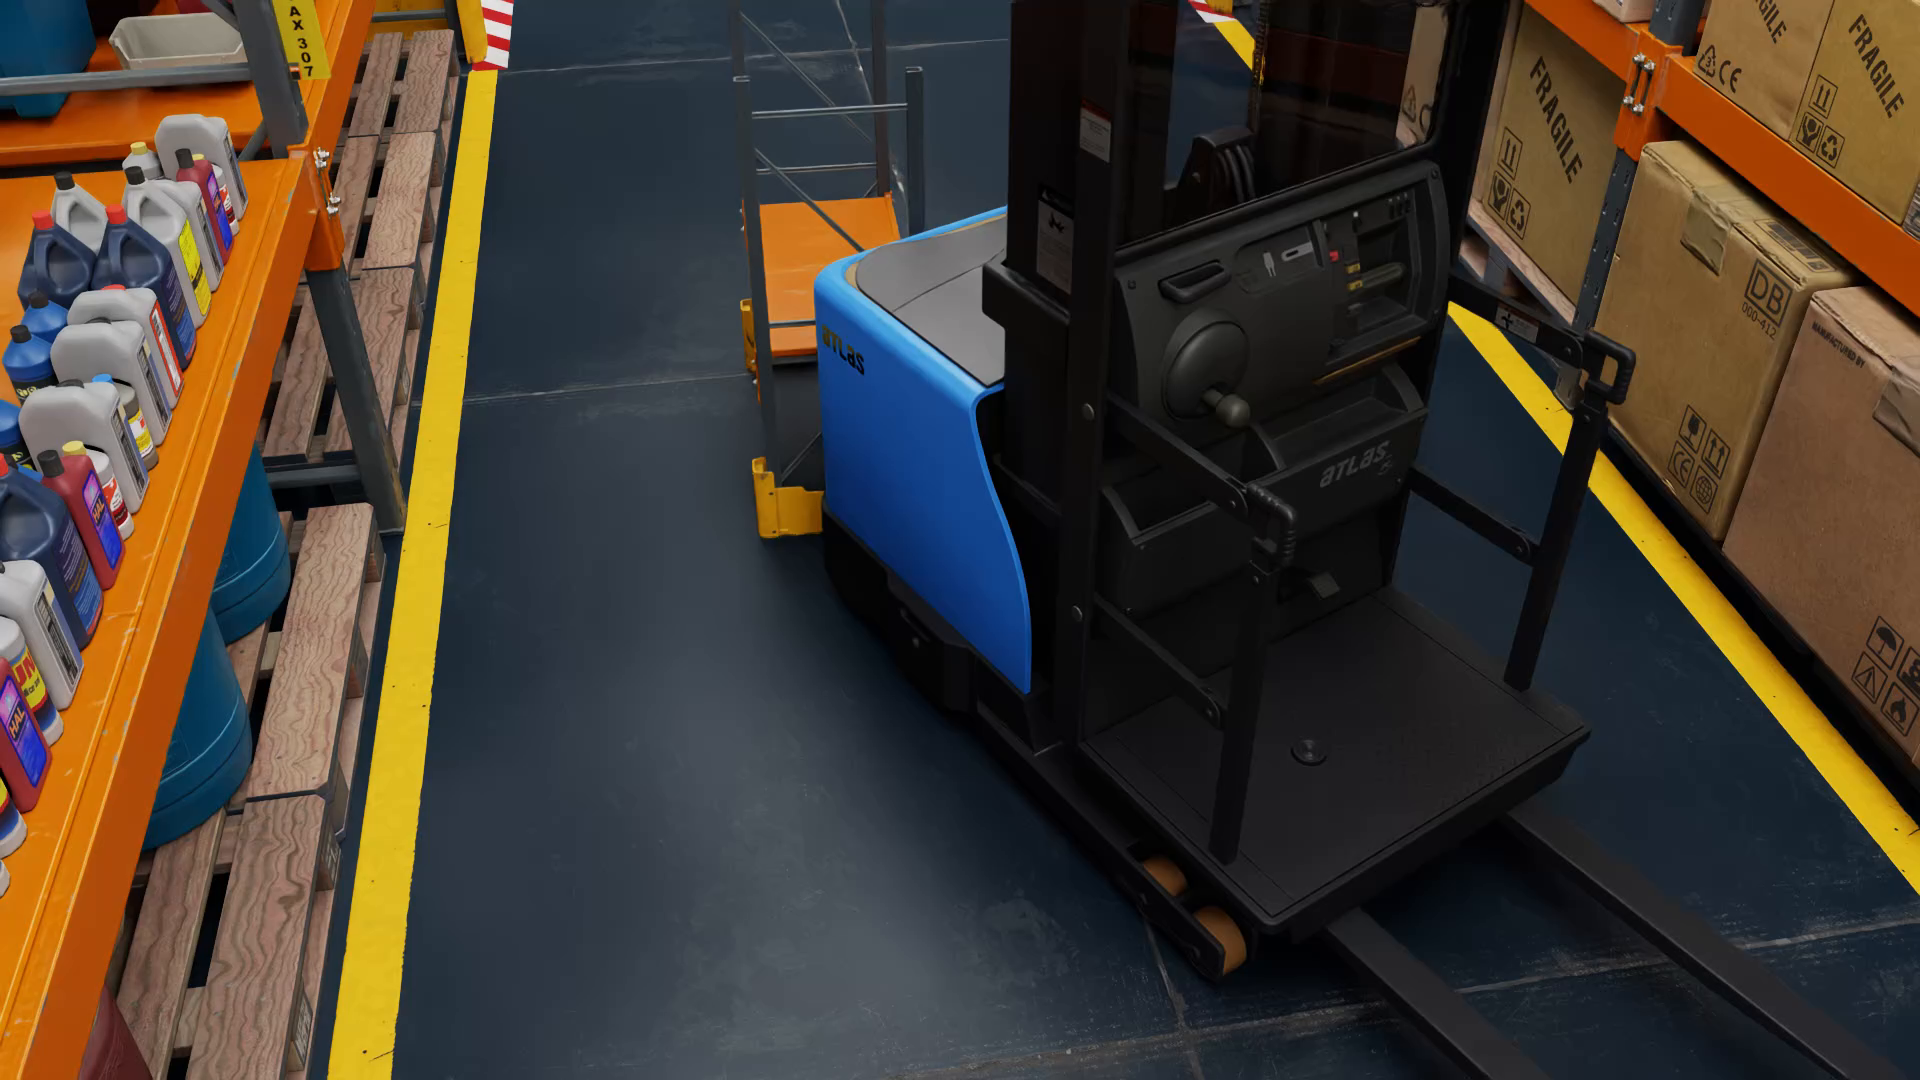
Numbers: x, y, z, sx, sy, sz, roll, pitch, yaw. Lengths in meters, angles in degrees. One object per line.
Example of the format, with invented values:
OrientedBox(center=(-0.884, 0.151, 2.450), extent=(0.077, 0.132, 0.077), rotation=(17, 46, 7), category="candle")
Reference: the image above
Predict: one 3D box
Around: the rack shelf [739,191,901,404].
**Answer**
OrientedBox(center=(-0.419, -0.805, 5.356), extent=(0.538, 0.185, 1.000), rotation=(-5, 38, -6), category="rack shelf")

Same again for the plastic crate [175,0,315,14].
OrientedBox(center=(-2.174, -1.802, 5.023), extent=(0.402, 0.464, 0.583), rotation=(-6, 38, -8), category="plastic crate")

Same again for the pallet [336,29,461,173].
OrientedBox(center=(-2.859, -1.999, 7.651), extent=(1.003, 0.211, 1.213), rotation=(-6, 38, -8), category="pallet")

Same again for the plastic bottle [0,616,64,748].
OrientedBox(center=(-1.517, 0.213, 2.635), extent=(0.097, 0.271, 0.097), rotation=(0, 38, 0), category="plastic bottle")

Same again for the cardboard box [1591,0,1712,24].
OrientedBox(center=(2.236, -1.769, 5.287), extent=(0.380, 0.149, 0.250), rotation=(-6, 38, -8), category="cardboard box")

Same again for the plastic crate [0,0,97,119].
OrientedBox(center=(-2.682, -1.449, 4.635), extent=(0.392, 0.384, 0.575), rotation=(-6, 38, -8), category="plastic crate")

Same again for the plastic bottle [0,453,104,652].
OrientedBox(center=(-1.588, 0.018, 2.822), extent=(0.144, 0.351, 0.185), rotation=(-6, 38, -8), category="plastic bottle")

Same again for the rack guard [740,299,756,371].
OrientedBox(center=(-0.490, -0.761, 6.026), extent=(0.587, 0.250, 0.087), rotation=(-5, 38, -6), category="rack guard")

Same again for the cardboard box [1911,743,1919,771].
OrientedBox(center=(3.064, 0.411, 3.665), extent=(1.225, 0.875, 0.875), rotation=(-6, 38, -8), category="cardboard box")

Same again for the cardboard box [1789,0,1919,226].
OrientedBox(center=(2.535, -1.151, 4.205), extent=(0.500, 0.500, 0.500), rotation=(-6, 38, -8), category="cardboard box")

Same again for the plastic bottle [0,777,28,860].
OrientedBox(center=(-1.476, 0.353, 2.456), extent=(0.097, 0.271, 0.097), rotation=(0, 38, 0), category="plastic bottle")

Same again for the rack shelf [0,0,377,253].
OrientedBox(center=(-2.615, -2.111, 6.108), extent=(1.077, 0.370, 4.000), rotation=(-6, 38, -8), category="rack shelf")

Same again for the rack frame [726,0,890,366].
OrientedBox(center=(-0.490, -1.256, 5.644), extent=(0.500, 1.500, 0.032), rotation=(-5, 38, -6), category="rack frame")

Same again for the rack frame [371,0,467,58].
OrientedBox(center=(-2.966, -3.603, 7.442), extent=(1.000, 3.000, 0.127), rotation=(-6, 38, -8), category="rack frame")

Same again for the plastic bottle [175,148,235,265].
OrientedBox(center=(-1.792, -0.803, 3.933), extent=(0.061, 0.283, 0.133), rotation=(-6, 38, -8), category="plastic bottle")

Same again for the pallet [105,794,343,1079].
OrientedBox(center=(-1.953, 1.123, 3.632), extent=(1.003, 0.211, 1.213), rotation=(-6, 38, -8), category="pallet")

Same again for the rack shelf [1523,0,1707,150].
OrientedBox(center=(2.261, -2.643, 6.794), extent=(1.077, 0.370, 4.000), rotation=(-6, 38, -8), category="rack shelf")

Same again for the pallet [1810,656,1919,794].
OrientedBox(center=(3.039, 0.578, 4.334), extent=(1.003, 0.211, 1.213), rotation=(-6, 38, -8), category="pallet")

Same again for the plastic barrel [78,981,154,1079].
OrientedBox(center=(-1.864, 1.040, 3.090), extent=(0.600, 0.588, 0.708), rotation=(-6, 38, -8), category="plastic barrel")

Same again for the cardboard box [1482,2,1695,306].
OrientedBox(center=(2.575, -1.454, 6.066), extent=(0.875, 0.875, 0.875), rotation=(-6, 38, -8), category="cardboard box")

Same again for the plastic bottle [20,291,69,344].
OrientedBox(center=(-1.844, -0.383, 3.403), extent=(0.097, 0.271, 0.097), rotation=(0, 38, 0), category="plastic bottle")

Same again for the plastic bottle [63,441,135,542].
OrientedBox(center=(-1.613, -0.091, 3.084), extent=(0.097, 0.201, 0.097), rotation=(0, 38, 0), category="plastic bottle")

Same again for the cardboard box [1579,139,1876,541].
OrientedBox(center=(2.744, -0.662, 5.047), extent=(1.225, 0.875, 0.875), rotation=(-6, 38, -8), category="cardboard box")

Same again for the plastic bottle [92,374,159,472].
OrientedBox(center=(-1.654, -0.231, 3.265), extent=(0.097, 0.201, 0.097), rotation=(0, 38, 0), category="plastic bottle")

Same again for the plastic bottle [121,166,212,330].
OrientedBox(center=(-1.781, -0.647, 3.678), extent=(0.144, 0.351, 0.185), rotation=(-6, 38, -8), category="plastic bottle")

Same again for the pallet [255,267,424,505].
OrientedBox(center=(-2.431, -0.526, 5.754), extent=(1.003, 0.211, 1.213), rotation=(-6, 38, -8), category="pallet")

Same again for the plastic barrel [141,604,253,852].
OrientedBox(center=(-2.062, 0.234, 3.872), extent=(0.600, 0.901, 0.708), rotation=(-6, 38, -8), category="plastic barrel")

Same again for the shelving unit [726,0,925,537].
OrientedBox(center=(-0.420, -0.952, 5.253), extent=(0.587, 1.500, 1.083), rotation=(-5, 38, -6), category="shelving unit")

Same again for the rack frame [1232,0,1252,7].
OrientedBox(center=(1.911, -4.136, 8.128), extent=(1.000, 3.000, 0.127), rotation=(-6, 38, -8), category="rack frame")

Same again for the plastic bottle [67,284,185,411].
OrientedBox(center=(-1.725, -0.409, 3.433), extent=(0.152, 0.276, 0.135), rotation=(-6, 38, -8), category="plastic bottle")

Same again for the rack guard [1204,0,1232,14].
OrientedBox(center=(1.906, -3.163, 8.914), extent=(1.175, 0.500, 0.348), rotation=(-6, 38, -8), category="rack guard")

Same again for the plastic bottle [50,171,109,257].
OrientedBox(center=(-1.923, -0.632, 3.658), extent=(0.144, 0.351, 0.185), rotation=(-6, 38, -8), category="plastic bottle")

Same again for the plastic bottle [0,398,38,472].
OrientedBox(center=(-1.780, -0.161, 3.118), extent=(0.097, 0.271, 0.097), rotation=(0, 38, 0), category="plastic bottle")

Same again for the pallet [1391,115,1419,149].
OrientedBox(center=(2.338, -1.824, 7.426), extent=(1.003, 0.211, 1.213), rotation=(-6, 38, -8), category="pallet")

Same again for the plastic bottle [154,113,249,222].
OrientedBox(center=(-1.877, -0.935, 4.109), extent=(0.152, 0.276, 0.135), rotation=(-6, 38, -8), category="plastic bottle")

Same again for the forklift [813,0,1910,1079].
OrientedBox(center=(0.844, -0.468, 3.463), extent=(1.130, 2.935, 3.031), rotation=(-23, 43, -27), category="forklift")
